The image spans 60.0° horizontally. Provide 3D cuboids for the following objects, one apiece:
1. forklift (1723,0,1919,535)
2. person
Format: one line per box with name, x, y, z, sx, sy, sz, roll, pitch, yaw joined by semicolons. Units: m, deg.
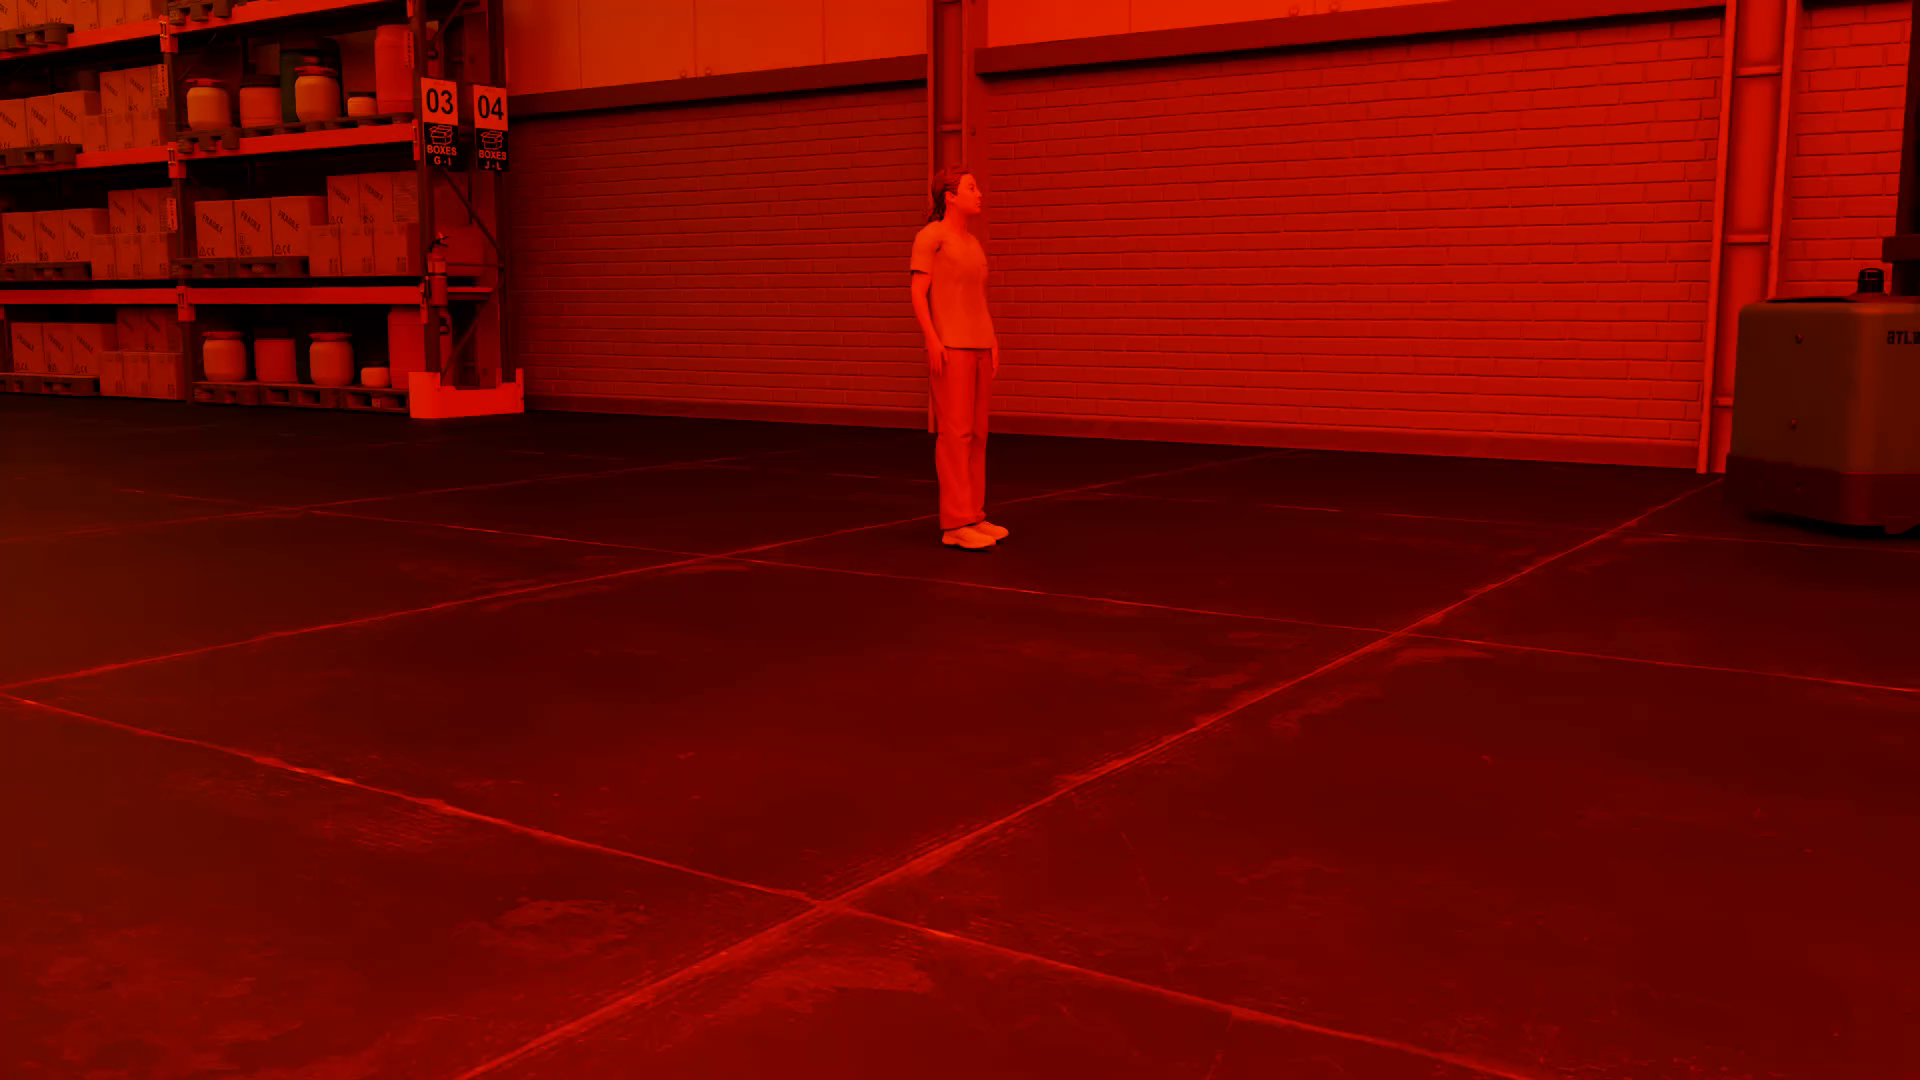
forklift;5.458;-1.544;8.054;3.031;2.935;1.130;-1;8;-8
person;0.055;-0.830;7.435;0.549;1.675;0.555;5;10;34
